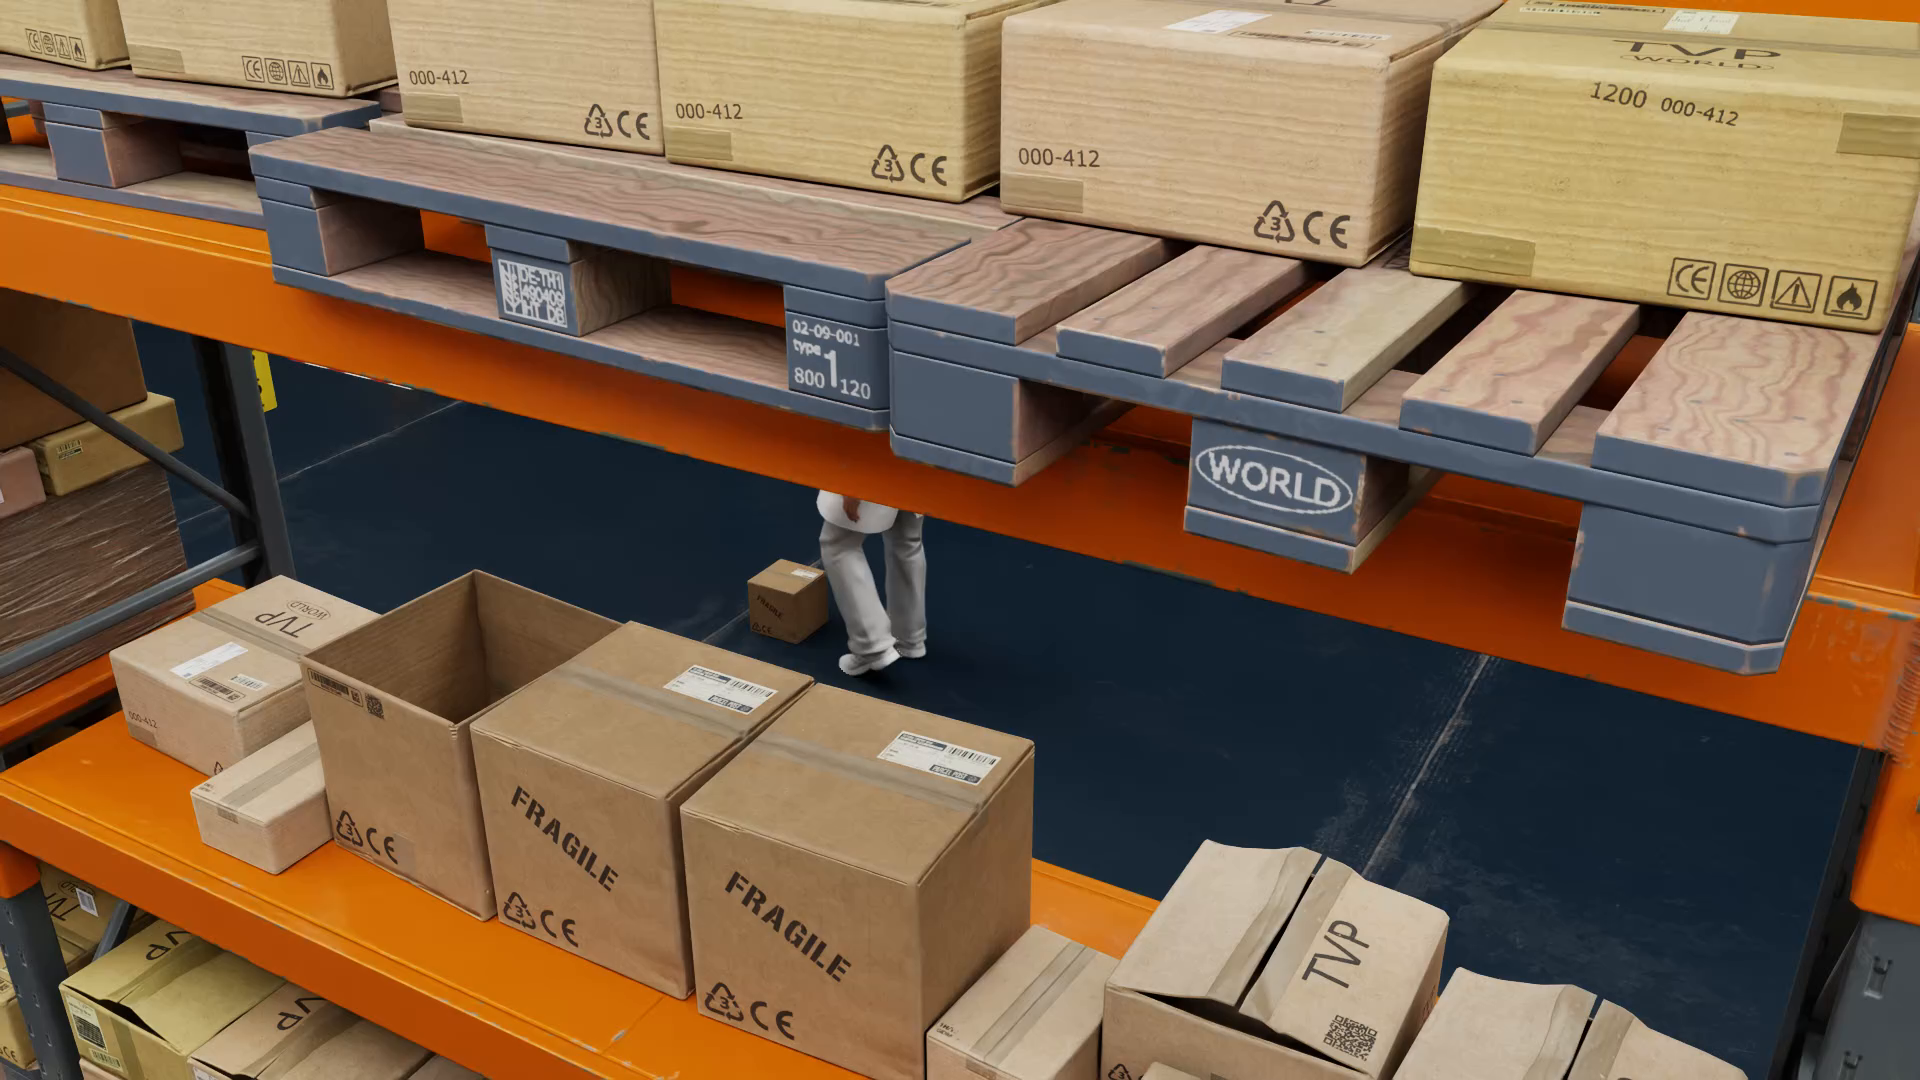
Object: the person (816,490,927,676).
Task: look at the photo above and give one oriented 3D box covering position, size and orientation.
[{"bbox_3d":[-0.303,-0.309,6.765,0.439,1.808,0.630,18,32,33],"label":"person"}]
